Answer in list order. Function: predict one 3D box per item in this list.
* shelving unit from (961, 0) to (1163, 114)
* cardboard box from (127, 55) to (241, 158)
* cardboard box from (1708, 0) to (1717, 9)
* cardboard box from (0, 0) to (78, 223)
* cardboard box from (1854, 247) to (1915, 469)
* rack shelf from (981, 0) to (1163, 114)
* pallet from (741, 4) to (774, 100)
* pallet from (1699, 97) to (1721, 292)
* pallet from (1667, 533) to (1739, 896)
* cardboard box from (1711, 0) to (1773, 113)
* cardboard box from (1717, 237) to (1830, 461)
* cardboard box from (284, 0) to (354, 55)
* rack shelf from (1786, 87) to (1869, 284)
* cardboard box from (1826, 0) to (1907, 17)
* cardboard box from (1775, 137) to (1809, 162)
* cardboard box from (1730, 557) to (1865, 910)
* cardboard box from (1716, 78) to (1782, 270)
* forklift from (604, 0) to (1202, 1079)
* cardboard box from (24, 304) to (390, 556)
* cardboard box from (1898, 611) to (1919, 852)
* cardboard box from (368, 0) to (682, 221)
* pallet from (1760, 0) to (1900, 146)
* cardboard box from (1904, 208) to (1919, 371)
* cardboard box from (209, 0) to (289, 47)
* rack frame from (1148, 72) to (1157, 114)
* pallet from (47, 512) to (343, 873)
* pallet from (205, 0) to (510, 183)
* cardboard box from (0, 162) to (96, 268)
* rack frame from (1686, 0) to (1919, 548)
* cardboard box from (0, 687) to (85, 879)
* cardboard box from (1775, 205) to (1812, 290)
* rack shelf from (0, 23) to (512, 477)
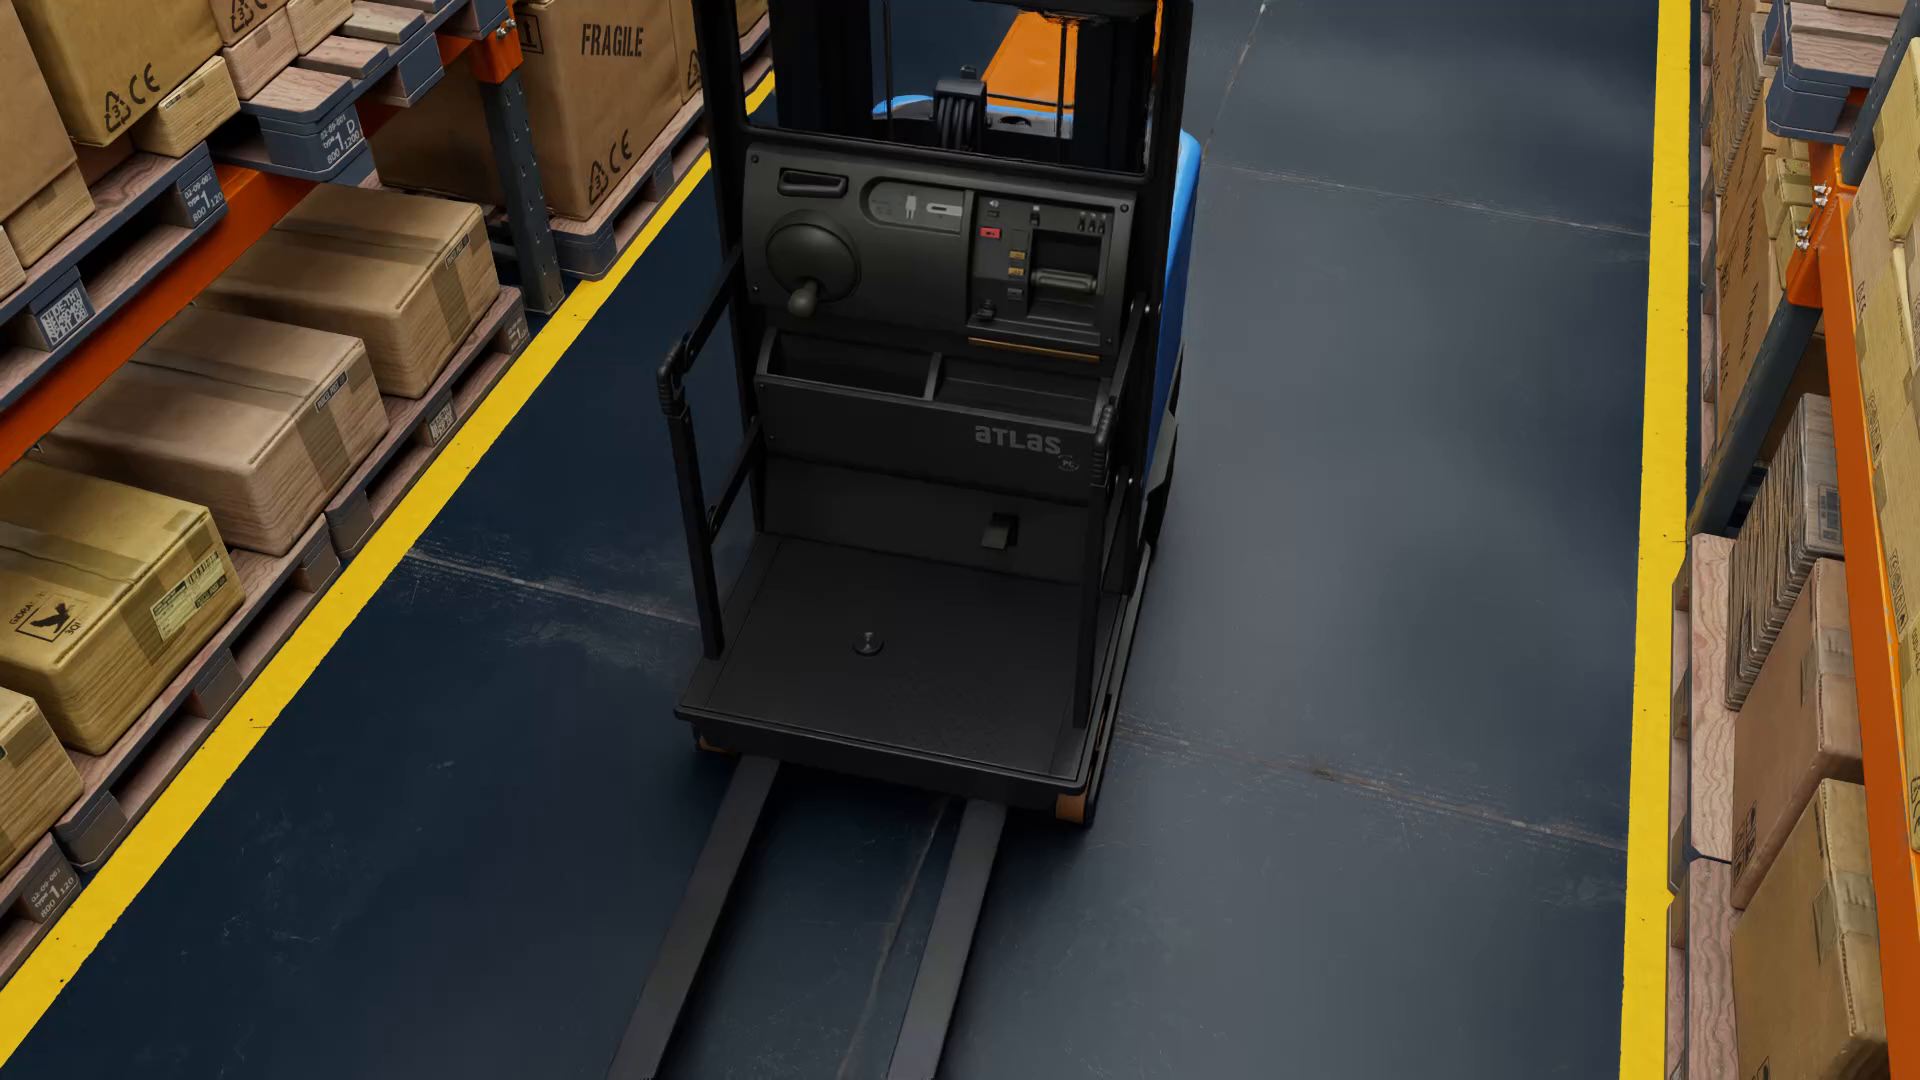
[{"bbox_3d":[0.394,-1.351,5.826,0.538,1.125,1.048,12,46,12],"label":"shelving unit"},{"bbox_3d":[-2.030,-1.100,4.109,0.380,0.149,0.250,13,46,13],"label":"cardboard box"},{"bbox_3d":[3.627,-2.631,7.281,0.500,0.500,0.500,14,46,14],"label":"cardboard box"},{"bbox_3d":[-2.292,-0.915,3.456,0.500,0.500,0.500,11,45,11],"label":"cardboard box"},{"bbox_3d":[2.252,-0.351,3.571,0.500,0.250,0.500,12,46,12],"label":"cardboard box"},{"bbox_3d":[0.394,-1.560,5.622,0.538,0.278,1.000,12,46,12],"label":"rack shelf"},{"bbox_3d":[-1.274,-2.355,7.506,1.003,0.211,1.213,13,46,13],"label":"pallet"},{"bbox_3d":[3.410,-1.286,6.414,1.003,0.211,1.213,13,46,13],"label":"pallet"},{"bbox_3d":[2.490,0.554,4.533,1.003,0.211,1.213,13,46,13],"label":"pallet"},{"bbox_3d":[3.319,-1.942,6.577,0.500,0.500,0.500,11,45,11],"label":"cardboard box"},{"bbox_3d":[2.699,-0.567,5.172,0.500,0.500,0.500,14,46,14],"label":"cardboard box"},{"bbox_3d":[-1.876,-1.452,4.469,0.380,0.149,0.250,12,46,12],"label":"cardboard box"},{"bbox_3d":[3.382,-2.059,5.724,1.077,0.370,4.000,13,46,13],"label":"rack shelf"},{"bbox_3d":[2.609,-1.562,4.581,0.380,0.149,0.250,13,46,13],"label":"cardboard box"},{"bbox_3d":[2.859,-1.209,5.364,0.380,0.149,0.250,11,45,11],"label":"cardboard box"},{"bbox_3d":[2.384,0.566,3.925,0.875,0.625,0.625,14,46,14],"label":"cardboard box"},{"bbox_3d":[3.017,-1.248,5.867,0.500,0.500,0.500,14,46,14],"label":"cardboard box"},{"bbox_3d":[-0.110,-0.589,3.756,1.130,2.935,3.031,10,45,10],"label":"forklift"},{"bbox_3d":[-2.352,-0.375,5.067,0.950,0.372,0.625,12,46,12],"label":"cardboard box"},{"bbox_3d":[1.944,0.339,2.866,0.500,0.250,0.500,14,46,14],"label":"cardboard box"},{"bbox_3d":[-1.667,-1.865,6.230,0.875,0.875,0.875,12,46,12],"label":"cardboard box"},{"bbox_3d":[2.915,-1.381,4.654,1.213,0.211,1.003,13,46,13],"label":"pallet"},{"bbox_3d":[2.256,-0.531,3.397,0.500,0.250,0.500,14,46,14],"label":"cardboard box"},{"bbox_3d":[-1.974,-1.615,4.171,0.500,0.500,0.500,12,46,12],"label":"cardboard box"},{"bbox_3d":[0.541,-1.691,6.174,0.500,1.125,0.032,12,46,12],"label":"rack frame"},{"bbox_3d":[-2.565,0.296,4.797,1.003,0.211,1.213,13,46,13],"label":"pallet"},{"bbox_3d":[-2.070,-1.466,4.740,1.213,0.211,1.003,13,46,13],"label":"pallet"},{"bbox_3d":[-2.224,-0.774,3.776,0.380,0.149,0.250,11,45,11],"label":"cardboard box"},{"bbox_3d":[2.776,-0.983,4.110,1.000,3.000,0.127,13,46,13],"label":"rack frame"},{"bbox_3d":[-2.796,0.593,4.077,0.950,0.372,0.625,15,46,15],"label":"cardboard box"},{"bbox_3d":[2.684,-0.854,5.002,0.380,0.149,0.250,10,45,11],"label":"cardboard box"},{"bbox_3d":[-2.561,-0.442,4.071,1.077,0.370,4.000,13,46,13],"label":"rack shelf"}]
